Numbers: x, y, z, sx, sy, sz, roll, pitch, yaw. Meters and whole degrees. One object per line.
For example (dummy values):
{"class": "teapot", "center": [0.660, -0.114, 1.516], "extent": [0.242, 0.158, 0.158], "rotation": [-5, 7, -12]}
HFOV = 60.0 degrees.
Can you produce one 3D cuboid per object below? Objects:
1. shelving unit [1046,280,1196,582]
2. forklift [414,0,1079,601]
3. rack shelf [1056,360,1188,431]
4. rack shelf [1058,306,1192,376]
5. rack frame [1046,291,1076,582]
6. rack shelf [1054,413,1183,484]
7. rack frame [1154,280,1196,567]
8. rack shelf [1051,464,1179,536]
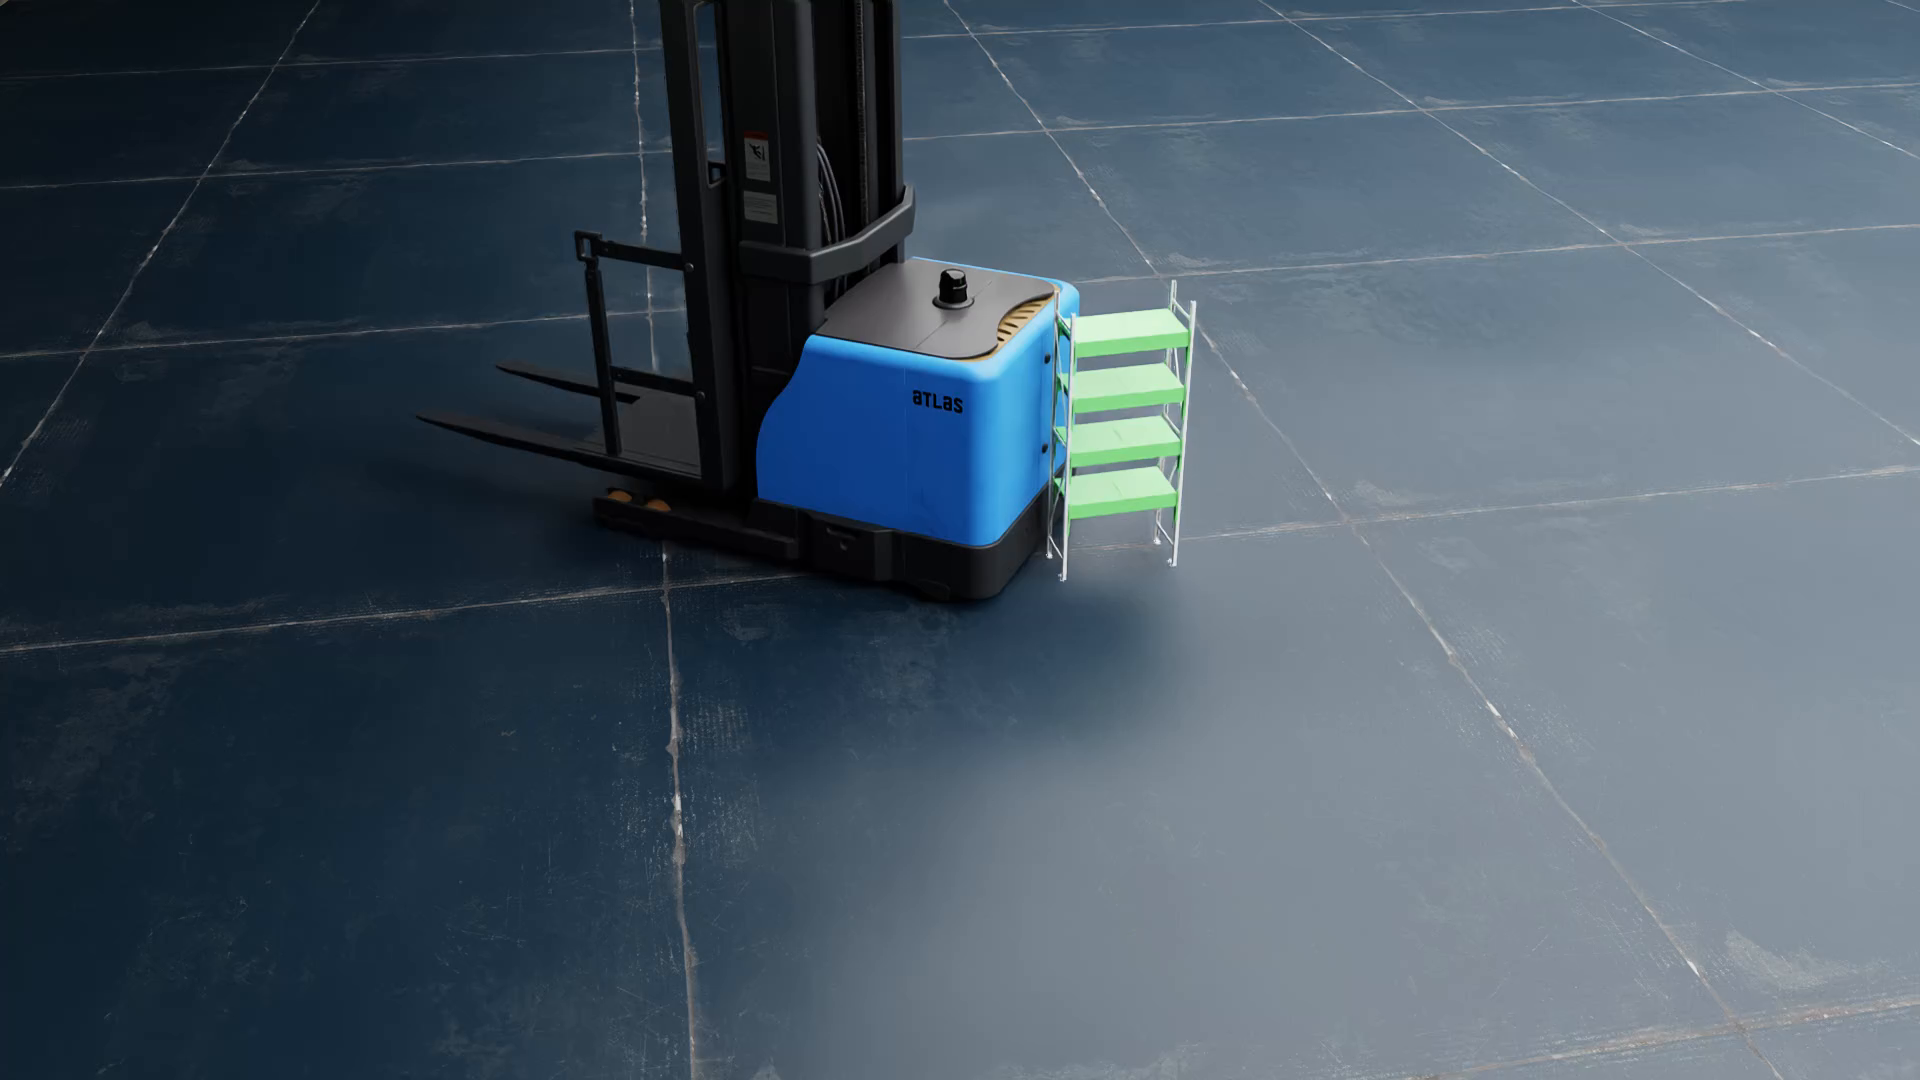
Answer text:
{"class": "shelving unit", "center": [0.644, -0.433, 6.803], "extent": [0.503, 1.200, 0.258], "rotation": [-7, 31, -12]}
{"class": "forklift", "center": [-1.048, -1.500, 6.910], "extent": [3.031, 2.935, 1.130], "rotation": [13, 33, 21]}
{"class": "rack shelf", "center": [0.644, -0.585, 6.713], "extent": [0.480, 0.148, 0.258], "rotation": [-7, 31, -12]}
{"class": "rack shelf", "center": [0.644, -0.792, 6.592], "extent": [0.480, 0.148, 0.258], "rotation": [-7, 31, -12]}
{"class": "rack frame", "center": [0.407, -0.403, 6.752], "extent": [0.015, 1.200, 0.240], "rotation": [-7, 31, -12]}
{"class": "rack shelf", "center": [0.644, -0.378, 6.835], "extent": [0.480, 0.148, 0.258], "rotation": [-7, 31, -12]}
{"class": "rack frame", "center": [0.881, -0.463, 6.853], "extent": [0.015, 1.200, 0.240], "rotation": [-7, 31, -12]}
{"class": "rack shelf", "center": [0.644, -0.171, 6.957], "extent": [0.480, 0.148, 0.258], "rotation": [-7, 31, -12]}
